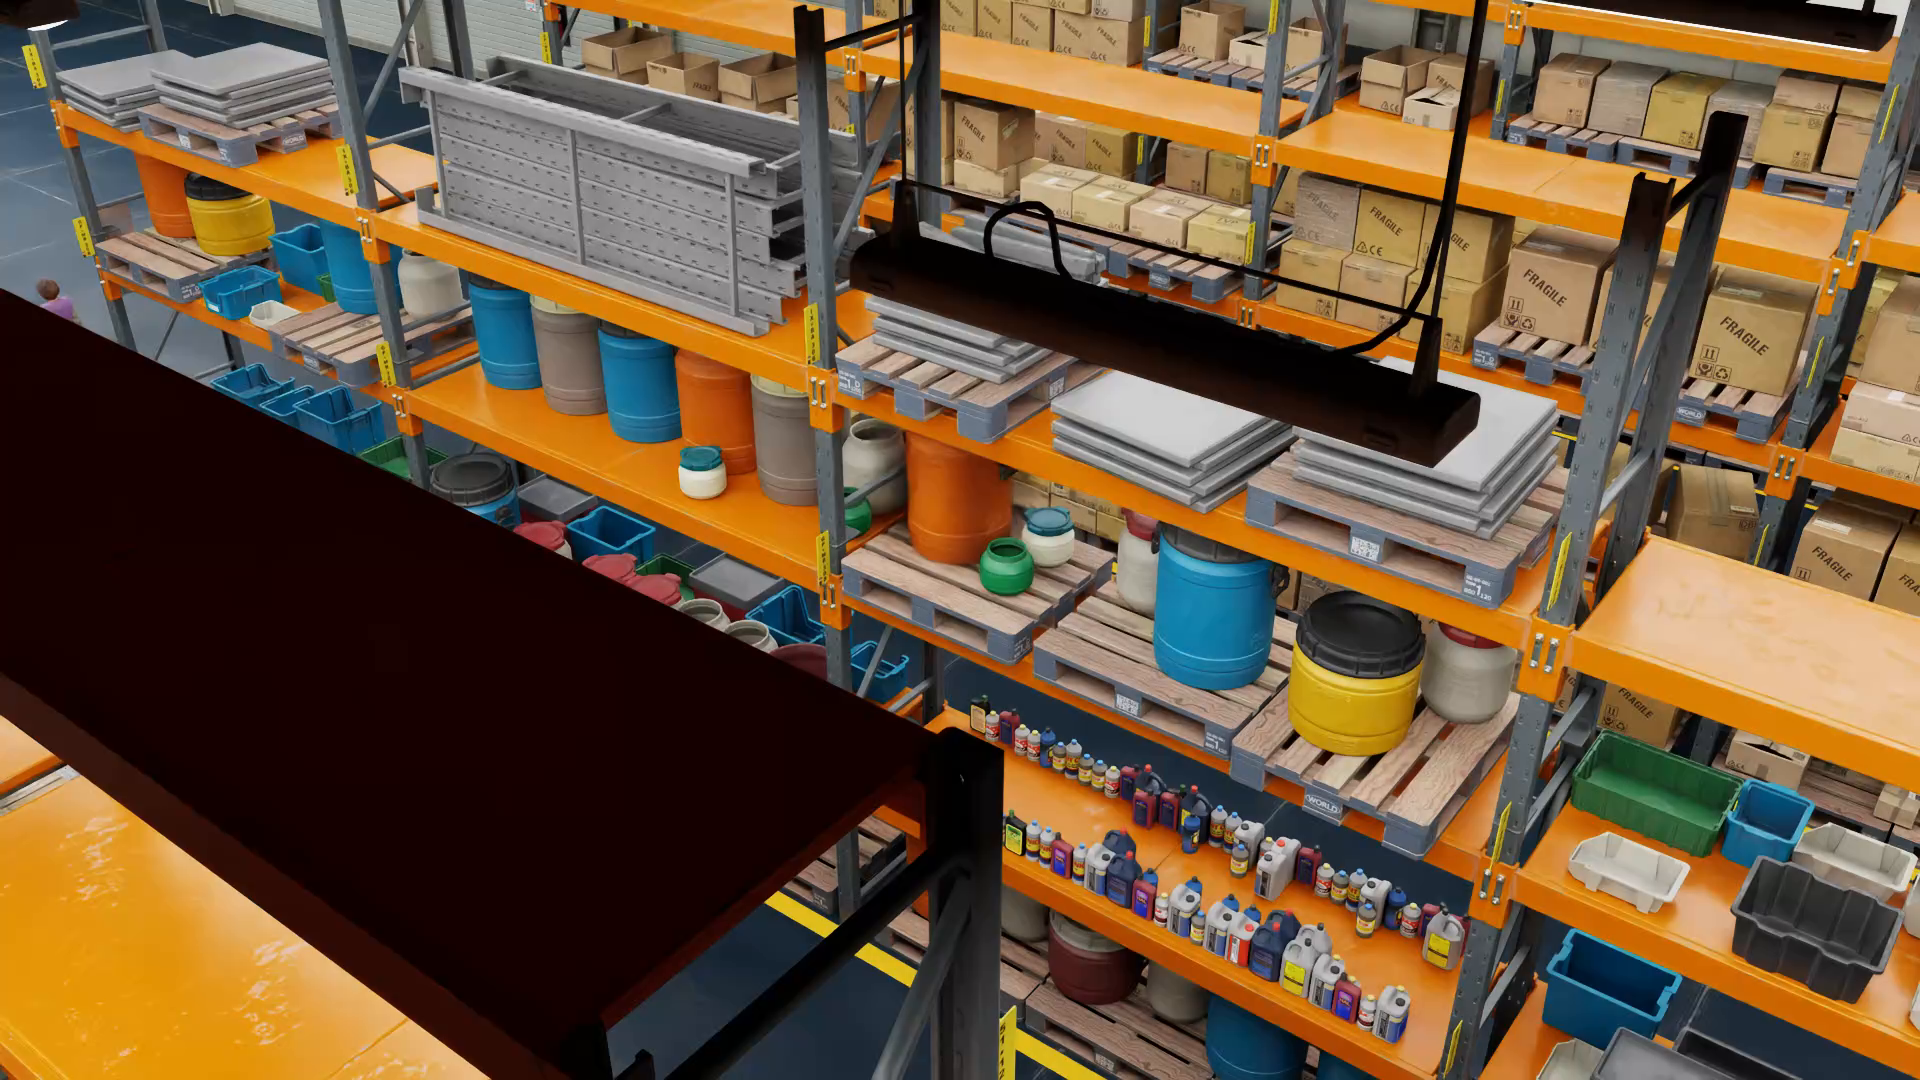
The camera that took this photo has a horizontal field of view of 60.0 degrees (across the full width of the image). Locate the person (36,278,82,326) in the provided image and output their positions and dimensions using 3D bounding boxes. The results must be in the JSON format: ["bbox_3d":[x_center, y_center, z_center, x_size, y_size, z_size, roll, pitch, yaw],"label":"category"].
[{"bbox_3d":[-9.187,-1.949,16.941,0.834,1.567,0.435,9,33,14],"label":"person"}]

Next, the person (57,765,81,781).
[{"bbox_3d":[-5.747,1.807,10.749,0.545,1.726,0.505,6,32,10],"label":"person"}]
